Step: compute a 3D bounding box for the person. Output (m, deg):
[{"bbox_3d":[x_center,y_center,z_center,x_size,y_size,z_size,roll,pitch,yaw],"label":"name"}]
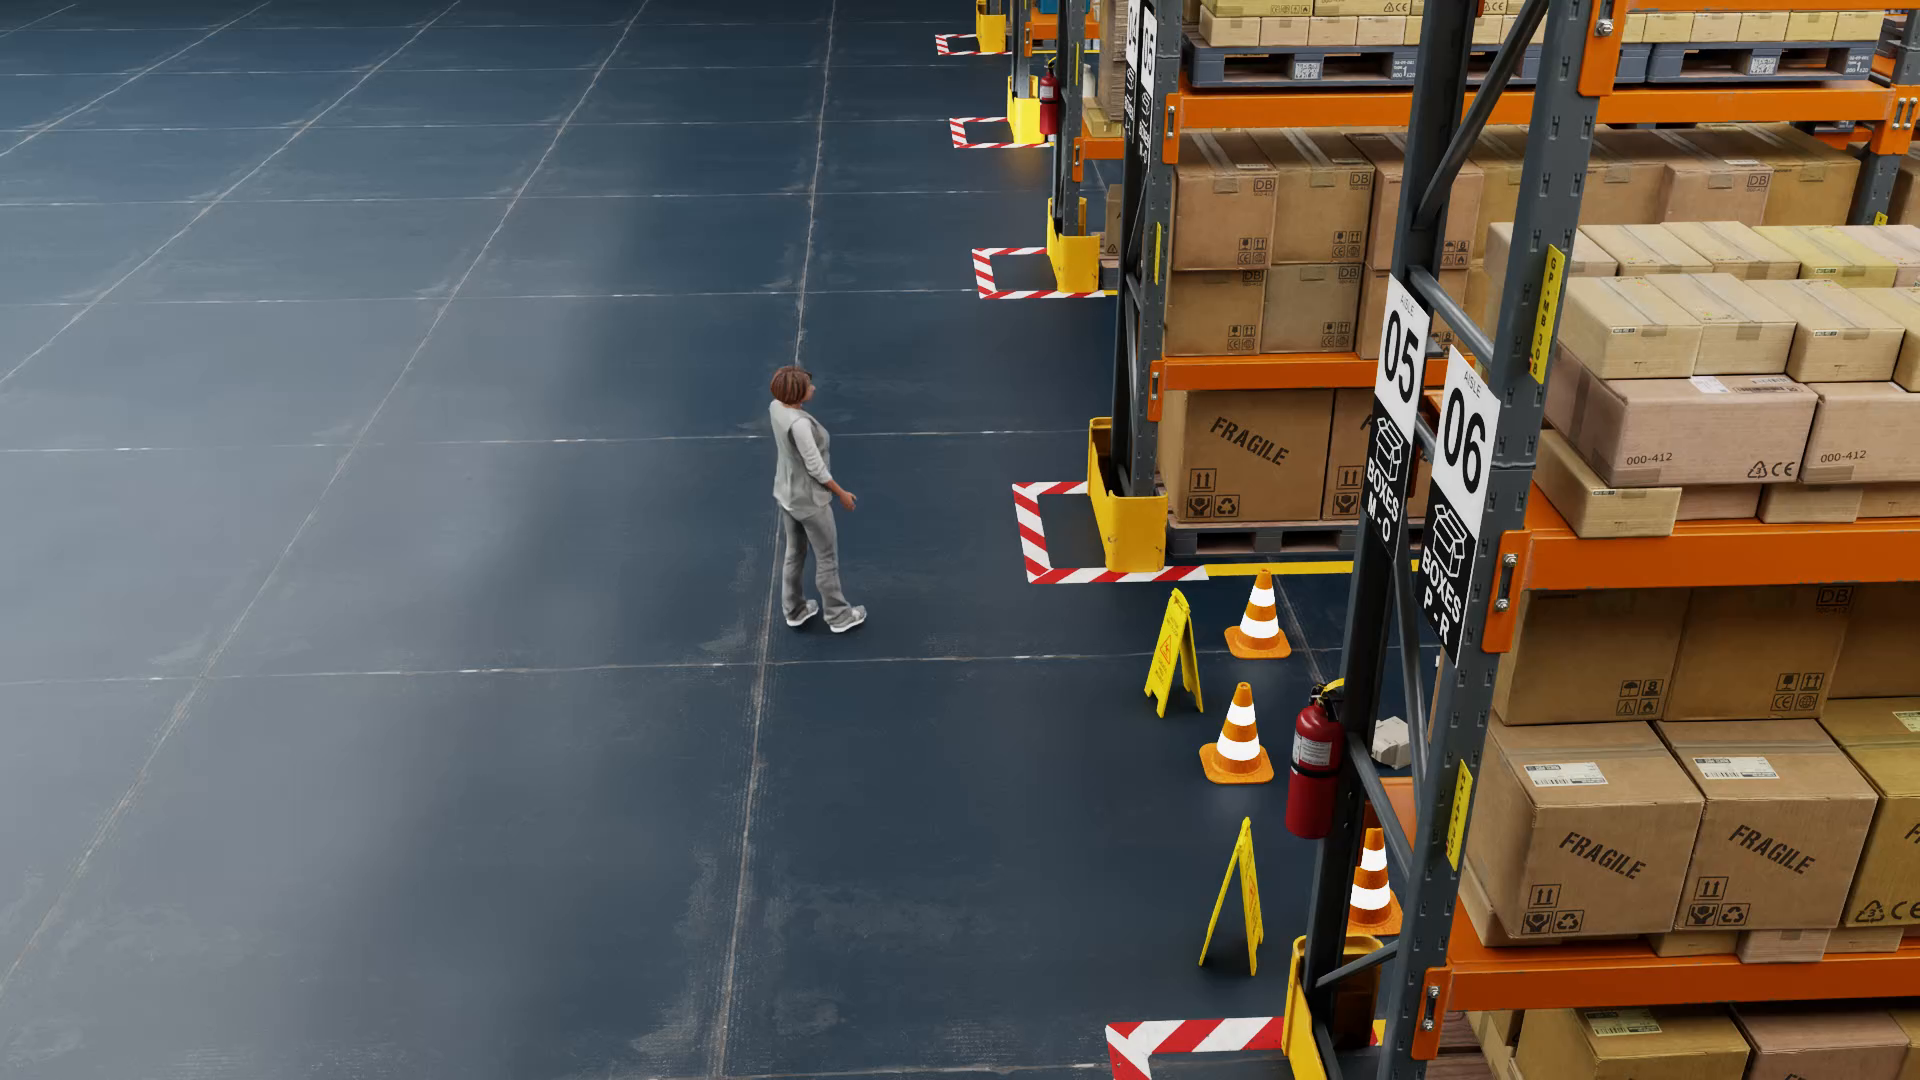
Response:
[{"bbox_3d":[-0.779,-0.228,9.065,0.473,1.569,0.434,-16,32,-28],"label":"person"}]
